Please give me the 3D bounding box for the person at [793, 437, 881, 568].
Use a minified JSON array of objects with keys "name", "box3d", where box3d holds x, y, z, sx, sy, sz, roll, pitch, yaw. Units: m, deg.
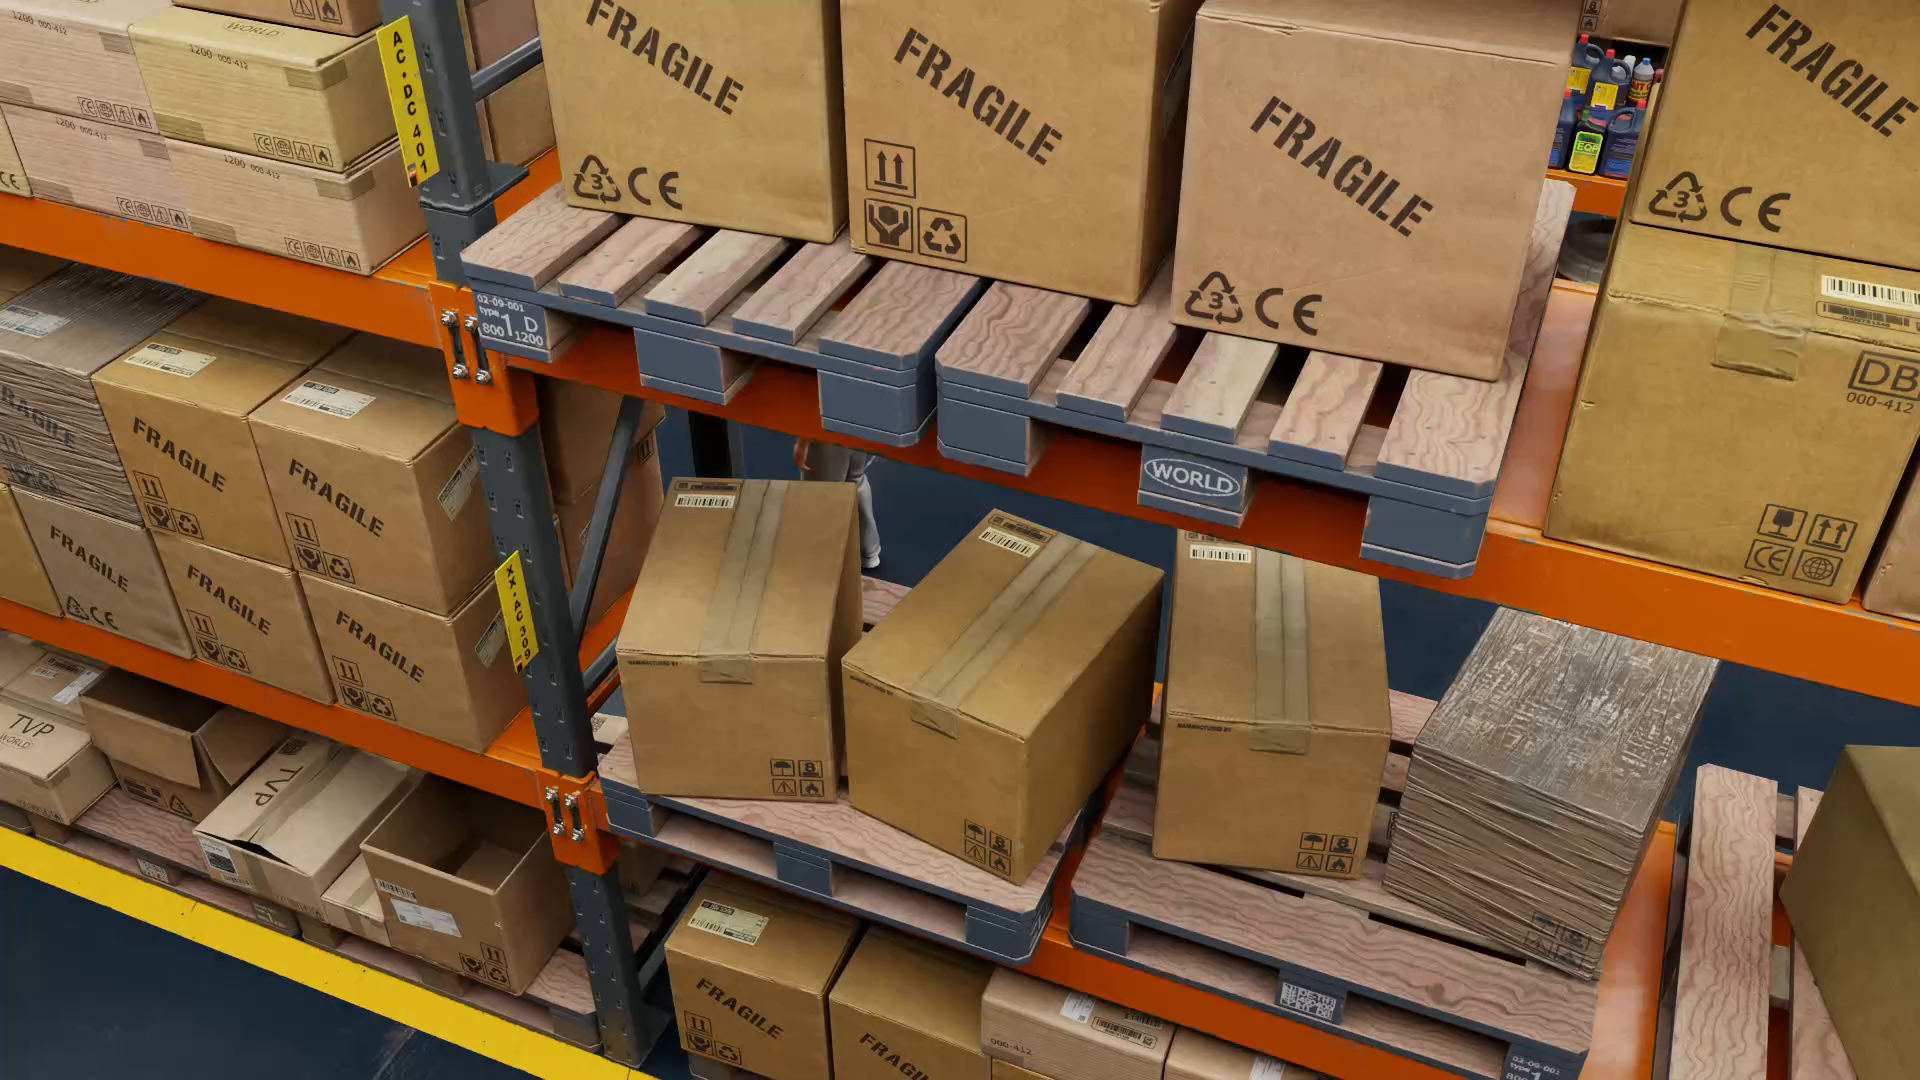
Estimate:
[{"name":"person","box3d":[-0.528,-0.483,6.795,0.350,1.653,0.513,12,39,15]}]
